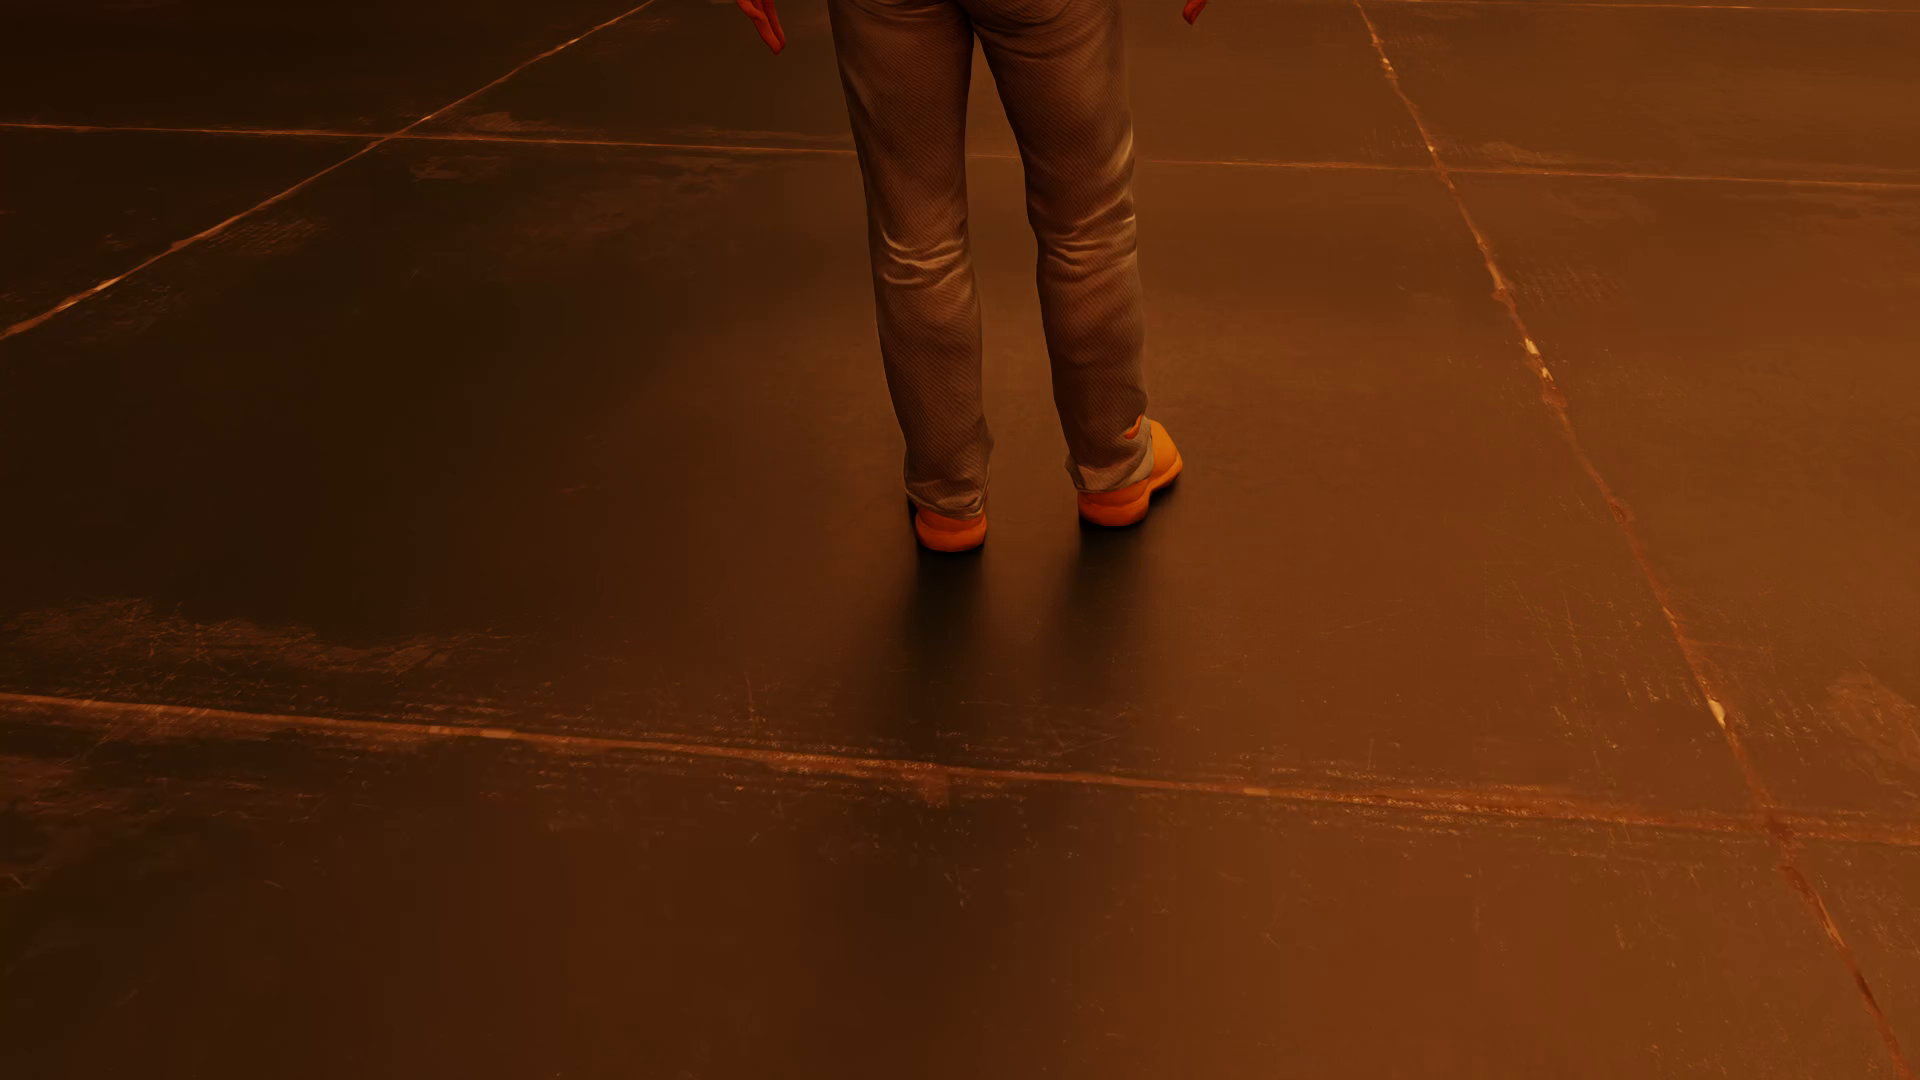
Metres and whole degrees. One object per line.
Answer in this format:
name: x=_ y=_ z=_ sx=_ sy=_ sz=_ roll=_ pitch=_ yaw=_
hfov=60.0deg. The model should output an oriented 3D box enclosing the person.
person: x=0.016 y=-0.824 z=2.164 sx=0.665 sy=1.759 sz=0.577 roll=3 pitch=27 yaw=7
